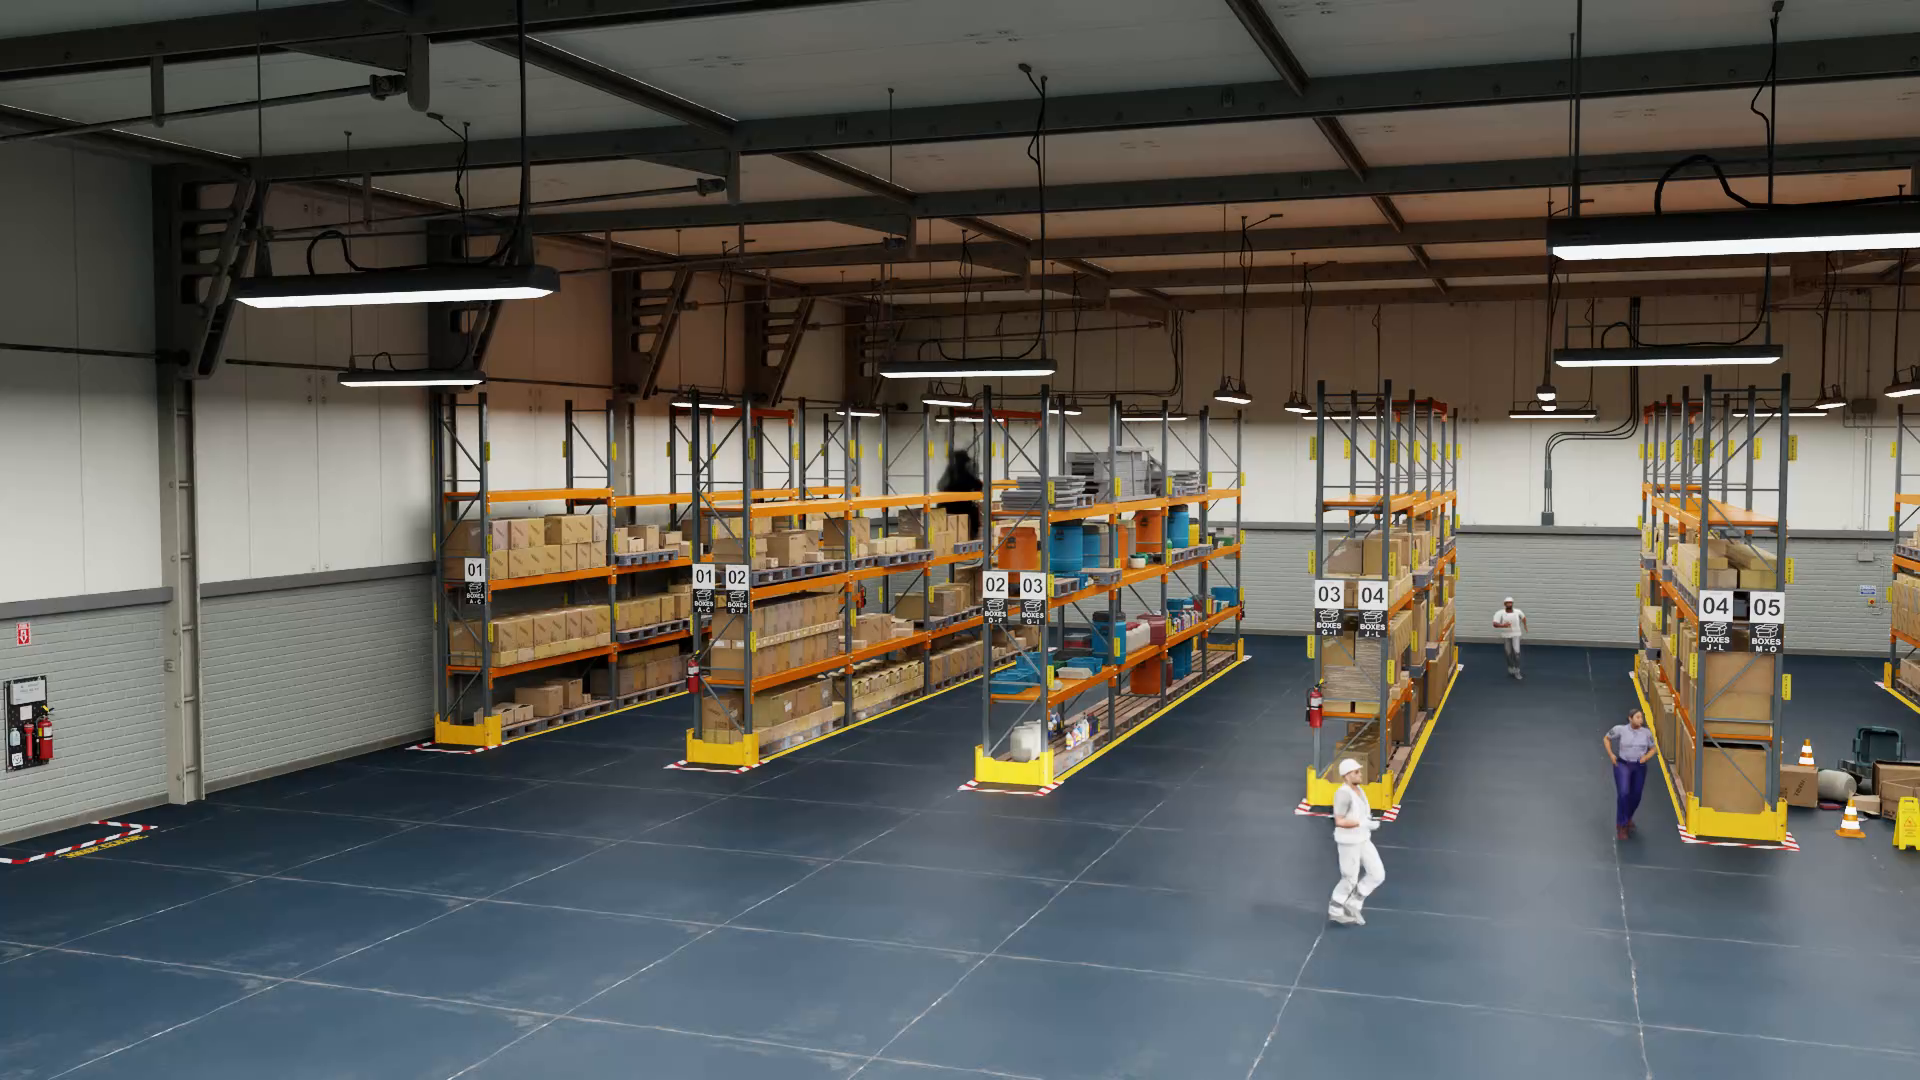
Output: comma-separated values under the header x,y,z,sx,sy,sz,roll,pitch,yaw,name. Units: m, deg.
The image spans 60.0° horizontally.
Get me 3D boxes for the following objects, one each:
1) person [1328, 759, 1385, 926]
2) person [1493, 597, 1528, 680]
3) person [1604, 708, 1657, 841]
x,y,z,sx,sy,sz,roll,pitch,yaw,name
4.174,3.184,17.428,0.647,1.780,0.638,3,4,42,person
12.186,2.168,36.828,0.731,1.821,0.767,1,3,19,person
8.781,3.035,21.721,0.607,1.688,0.795,0,3,3,person
